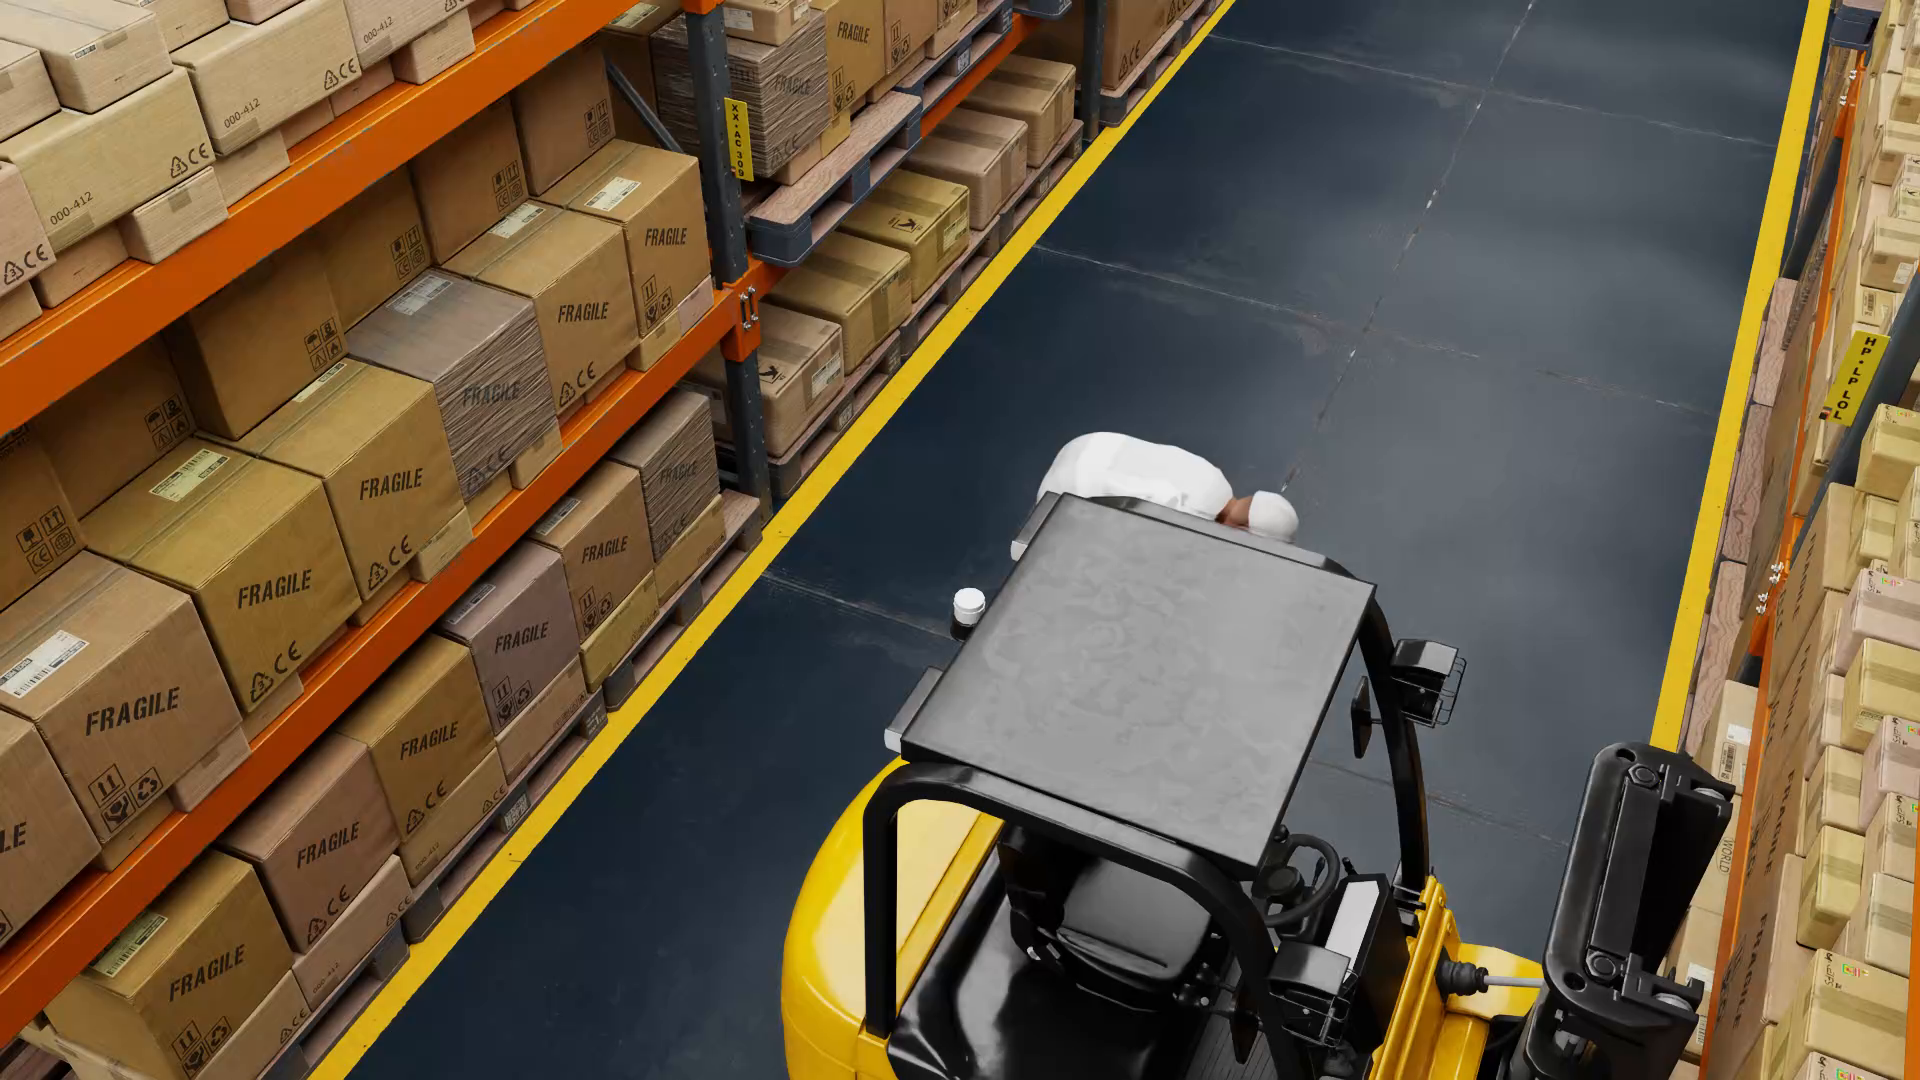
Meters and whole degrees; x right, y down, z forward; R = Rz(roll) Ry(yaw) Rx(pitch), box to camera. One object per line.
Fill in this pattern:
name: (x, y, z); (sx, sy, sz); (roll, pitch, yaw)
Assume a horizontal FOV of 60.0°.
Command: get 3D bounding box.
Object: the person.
person: (0.789, 0.121, 6.522); (0.991, 1.096, 0.492); (16, 44, 17)
